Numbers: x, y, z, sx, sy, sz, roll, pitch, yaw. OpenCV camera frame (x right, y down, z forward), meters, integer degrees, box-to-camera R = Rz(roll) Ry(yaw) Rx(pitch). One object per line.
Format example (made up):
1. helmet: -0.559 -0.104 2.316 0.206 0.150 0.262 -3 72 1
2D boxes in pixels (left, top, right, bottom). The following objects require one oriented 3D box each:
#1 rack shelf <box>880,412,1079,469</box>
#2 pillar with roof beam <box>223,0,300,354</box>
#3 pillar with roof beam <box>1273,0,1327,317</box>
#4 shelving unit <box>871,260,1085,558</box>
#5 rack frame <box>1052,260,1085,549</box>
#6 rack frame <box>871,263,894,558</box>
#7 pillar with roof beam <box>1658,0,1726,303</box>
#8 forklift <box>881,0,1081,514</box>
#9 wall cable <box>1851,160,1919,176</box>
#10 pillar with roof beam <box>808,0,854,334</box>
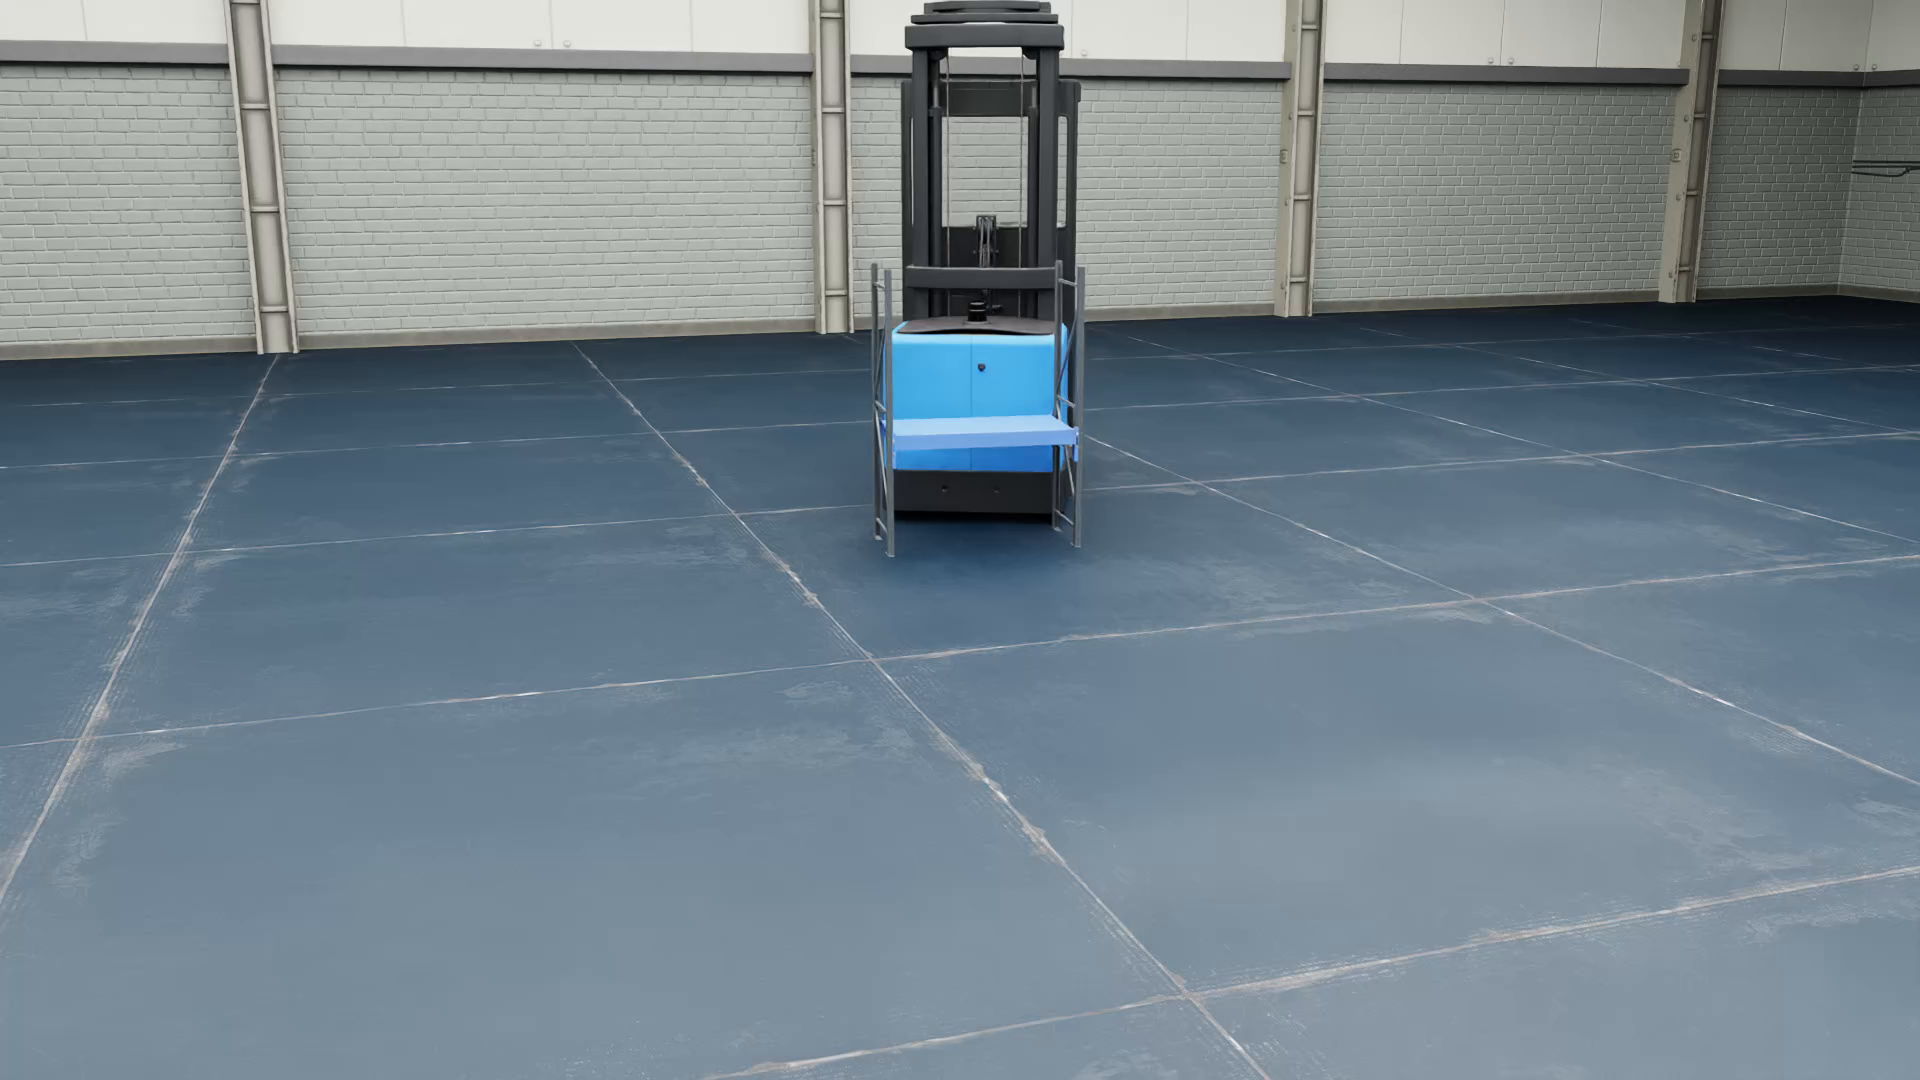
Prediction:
1. rack shelf: 0.087 -0.541 8.954 1.000 0.185 0.538 -3 14 -11
2. pillar with roof beam: -5.770 -5.407 12.430 0.400 9.000 9.100 -4 14 -18
3. pillar with roof beam: 5.604 -6.293 16.153 0.400 9.000 9.100 -4 14 -18
4. shelving unit: 0.087 -0.716 8.912 1.048 1.500 0.538 -3 14 -11
5. rack frame: 0.585 -0.740 9.012 0.032 1.500 0.500 -3 14 -11
6. rack frame: -0.411 -0.692 8.813 0.032 1.500 0.500 -3 14 -11
7. pillar with roof beam: 11.290 -6.736 18.015 0.400 9.000 9.100 -4 14 -18
8. forklift: 0.203 -1.862 10.639 1.130 2.935 3.031 1 13 5
9. wall cable: 13.131 -6.097 22.039 0.112 2.526 3.097 -4 14 -18
10. pillar with roof beam: -0.083 -5.850 14.292 0.400 9.000 9.100 -4 14 -18
